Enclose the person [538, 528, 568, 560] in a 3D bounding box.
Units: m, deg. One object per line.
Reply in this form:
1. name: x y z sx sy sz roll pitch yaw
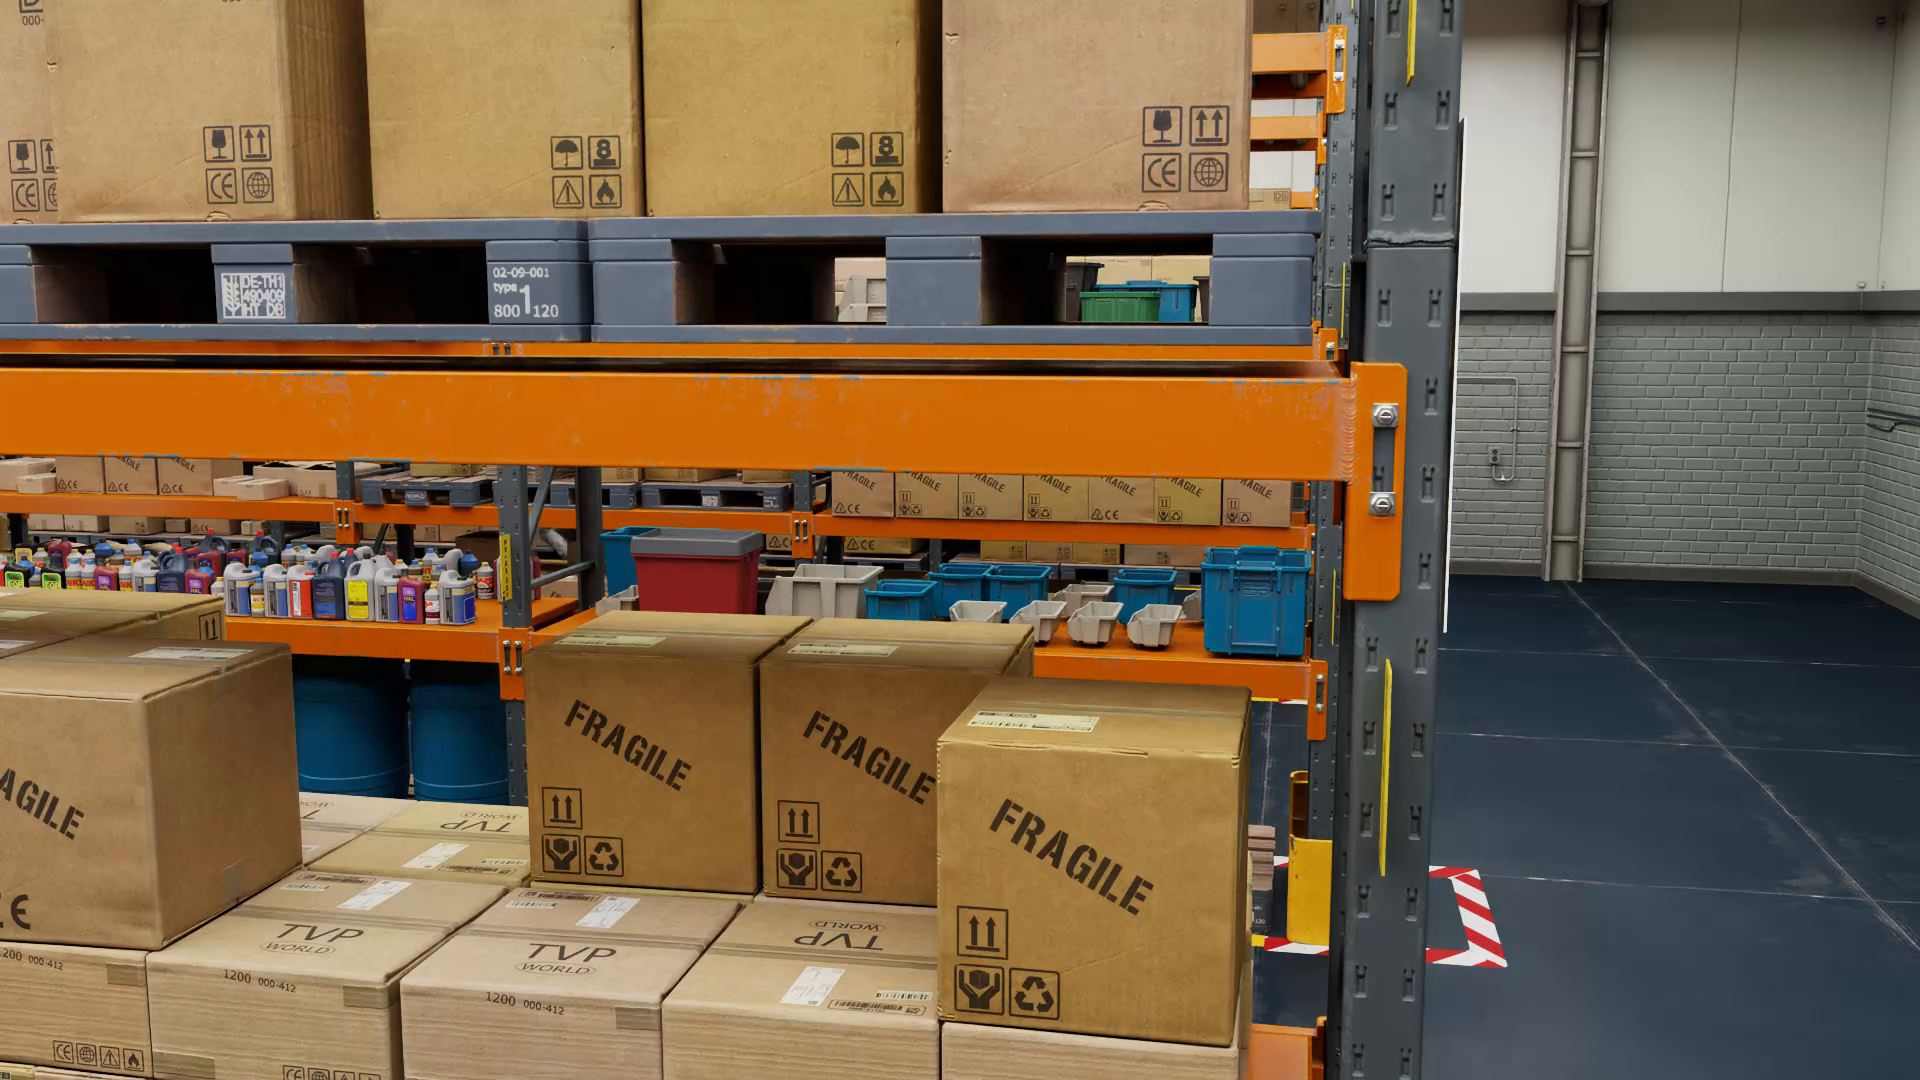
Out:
1. person: -4.510 -0.423 17.722 0.804 1.768 0.572 6 10 35
